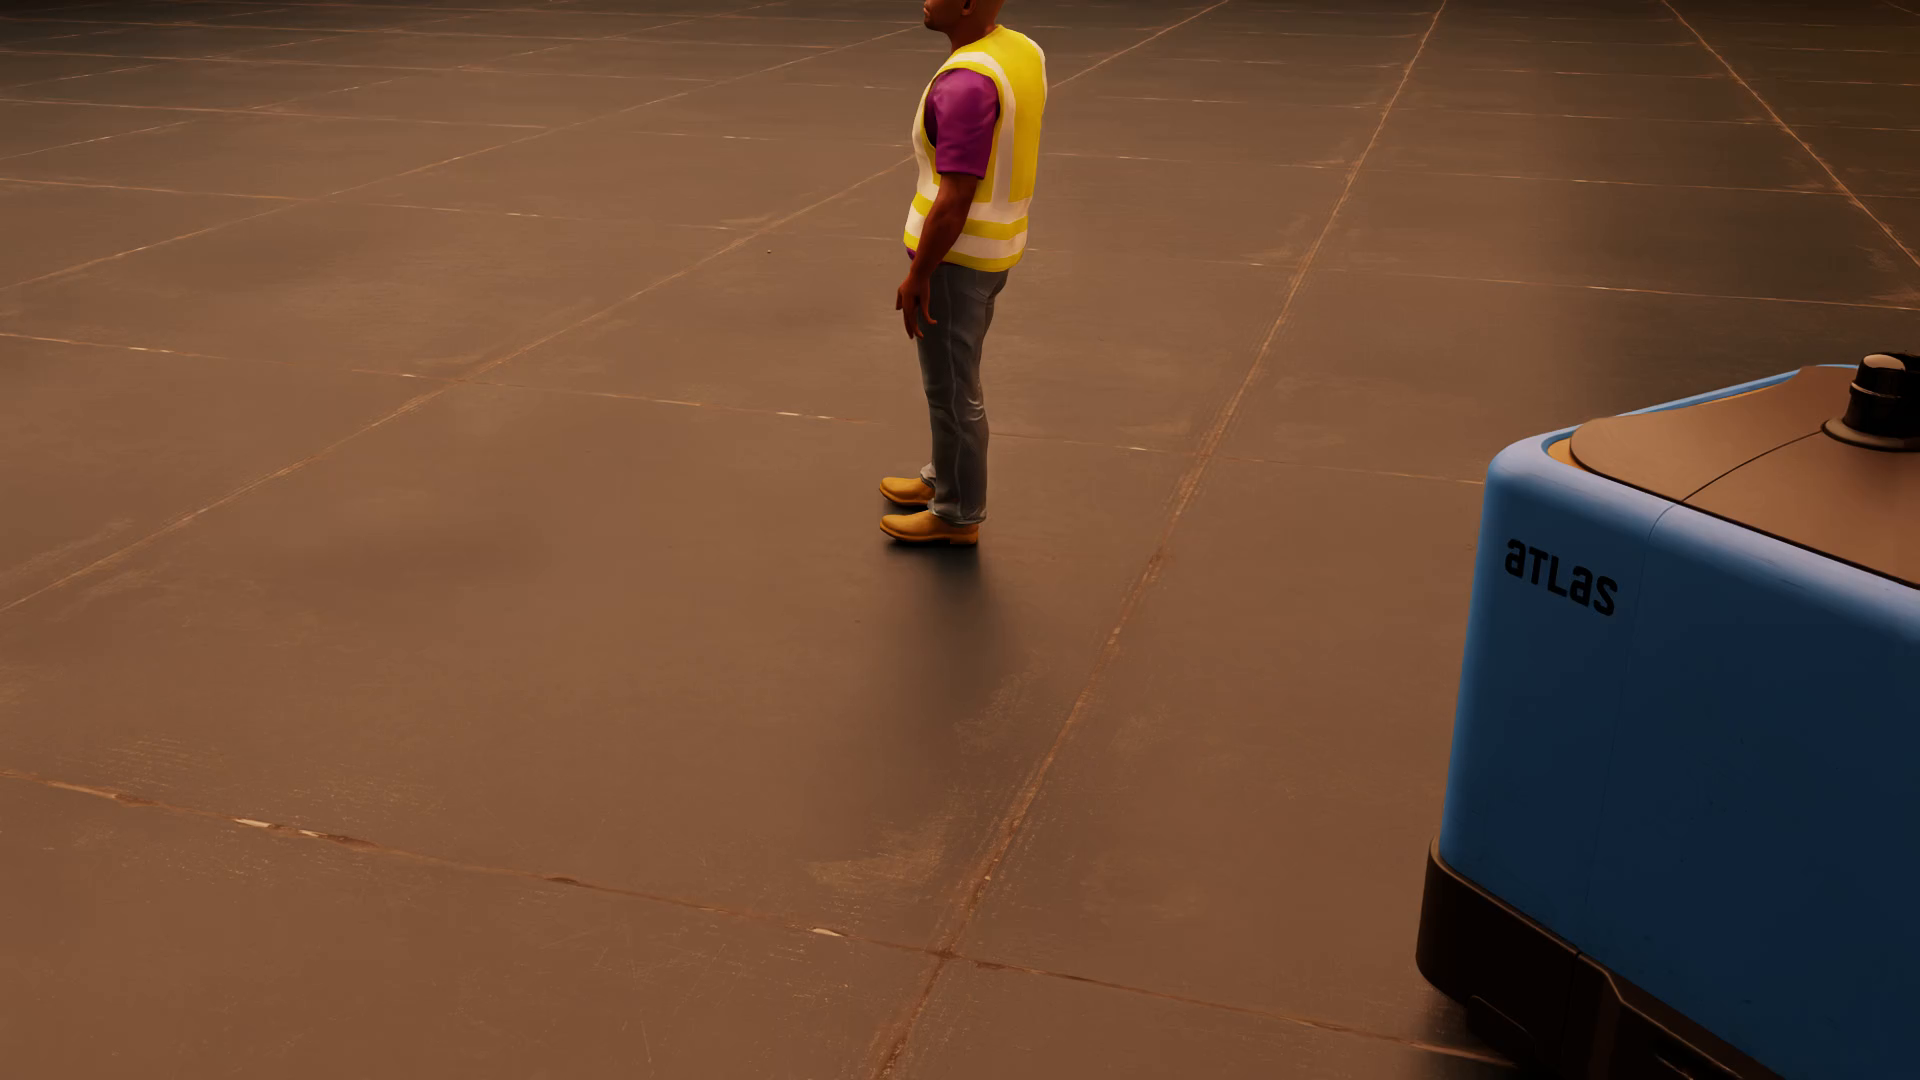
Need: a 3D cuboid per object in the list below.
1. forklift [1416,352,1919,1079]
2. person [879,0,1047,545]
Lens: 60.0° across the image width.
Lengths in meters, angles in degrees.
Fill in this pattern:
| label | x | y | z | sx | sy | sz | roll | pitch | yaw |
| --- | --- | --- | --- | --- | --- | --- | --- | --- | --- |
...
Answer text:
| label | x | y | z | sx | sy | sz | roll | pitch | yaw |
| --- | --- | --- | --- | --- | --- | --- | --- | --- | --- |
| forklift | 2.041 | -0.135 | 1.607 | 1.130 | 2.935 | 3.031 | -13 | 26 | -29 |
| person | -0.064 | -0.833 | 4.805 | 0.577 | 1.765 | 0.666 | 7 | 23 | 16 |
